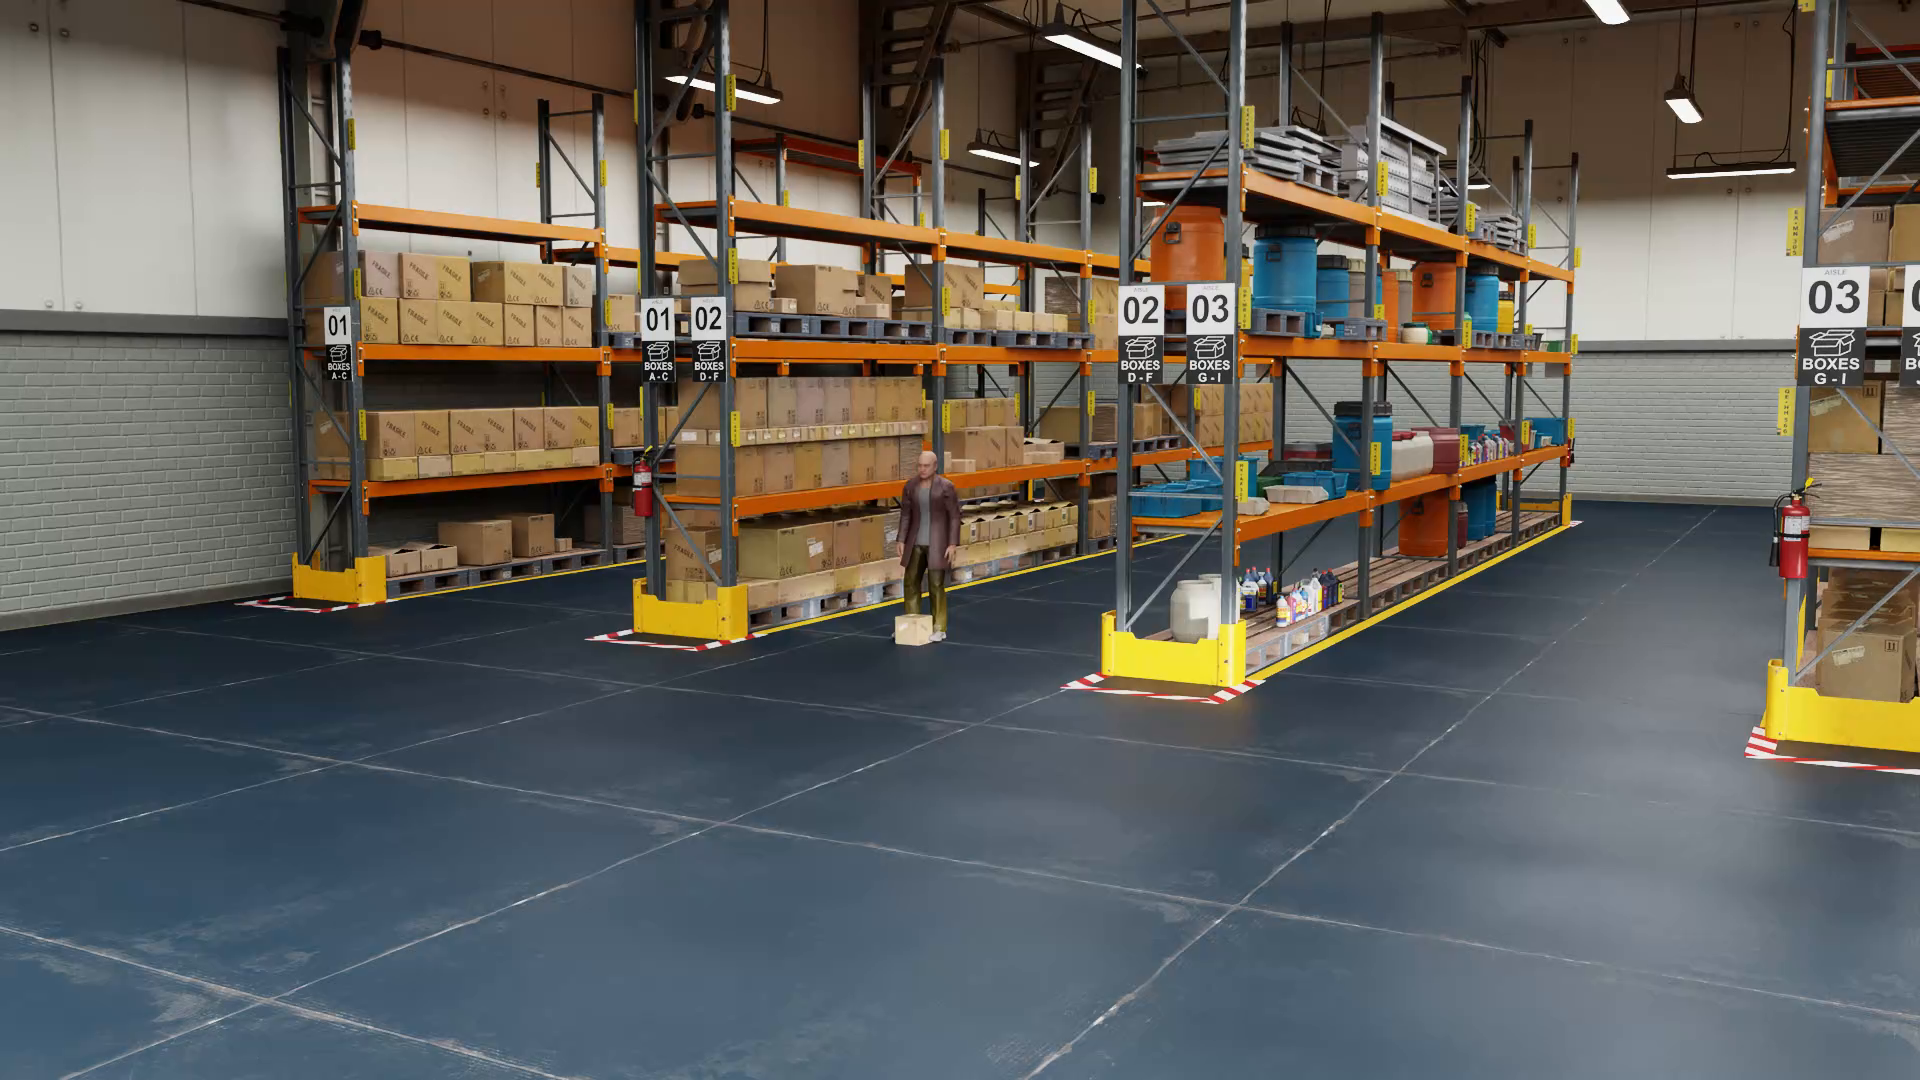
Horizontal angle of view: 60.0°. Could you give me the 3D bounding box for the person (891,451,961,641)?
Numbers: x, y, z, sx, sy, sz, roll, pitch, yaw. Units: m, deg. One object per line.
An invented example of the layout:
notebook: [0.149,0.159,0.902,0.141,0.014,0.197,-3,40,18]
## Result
person: [-0.302,0.051,15.568,0.651,1.773,0.428,3,6,25]
